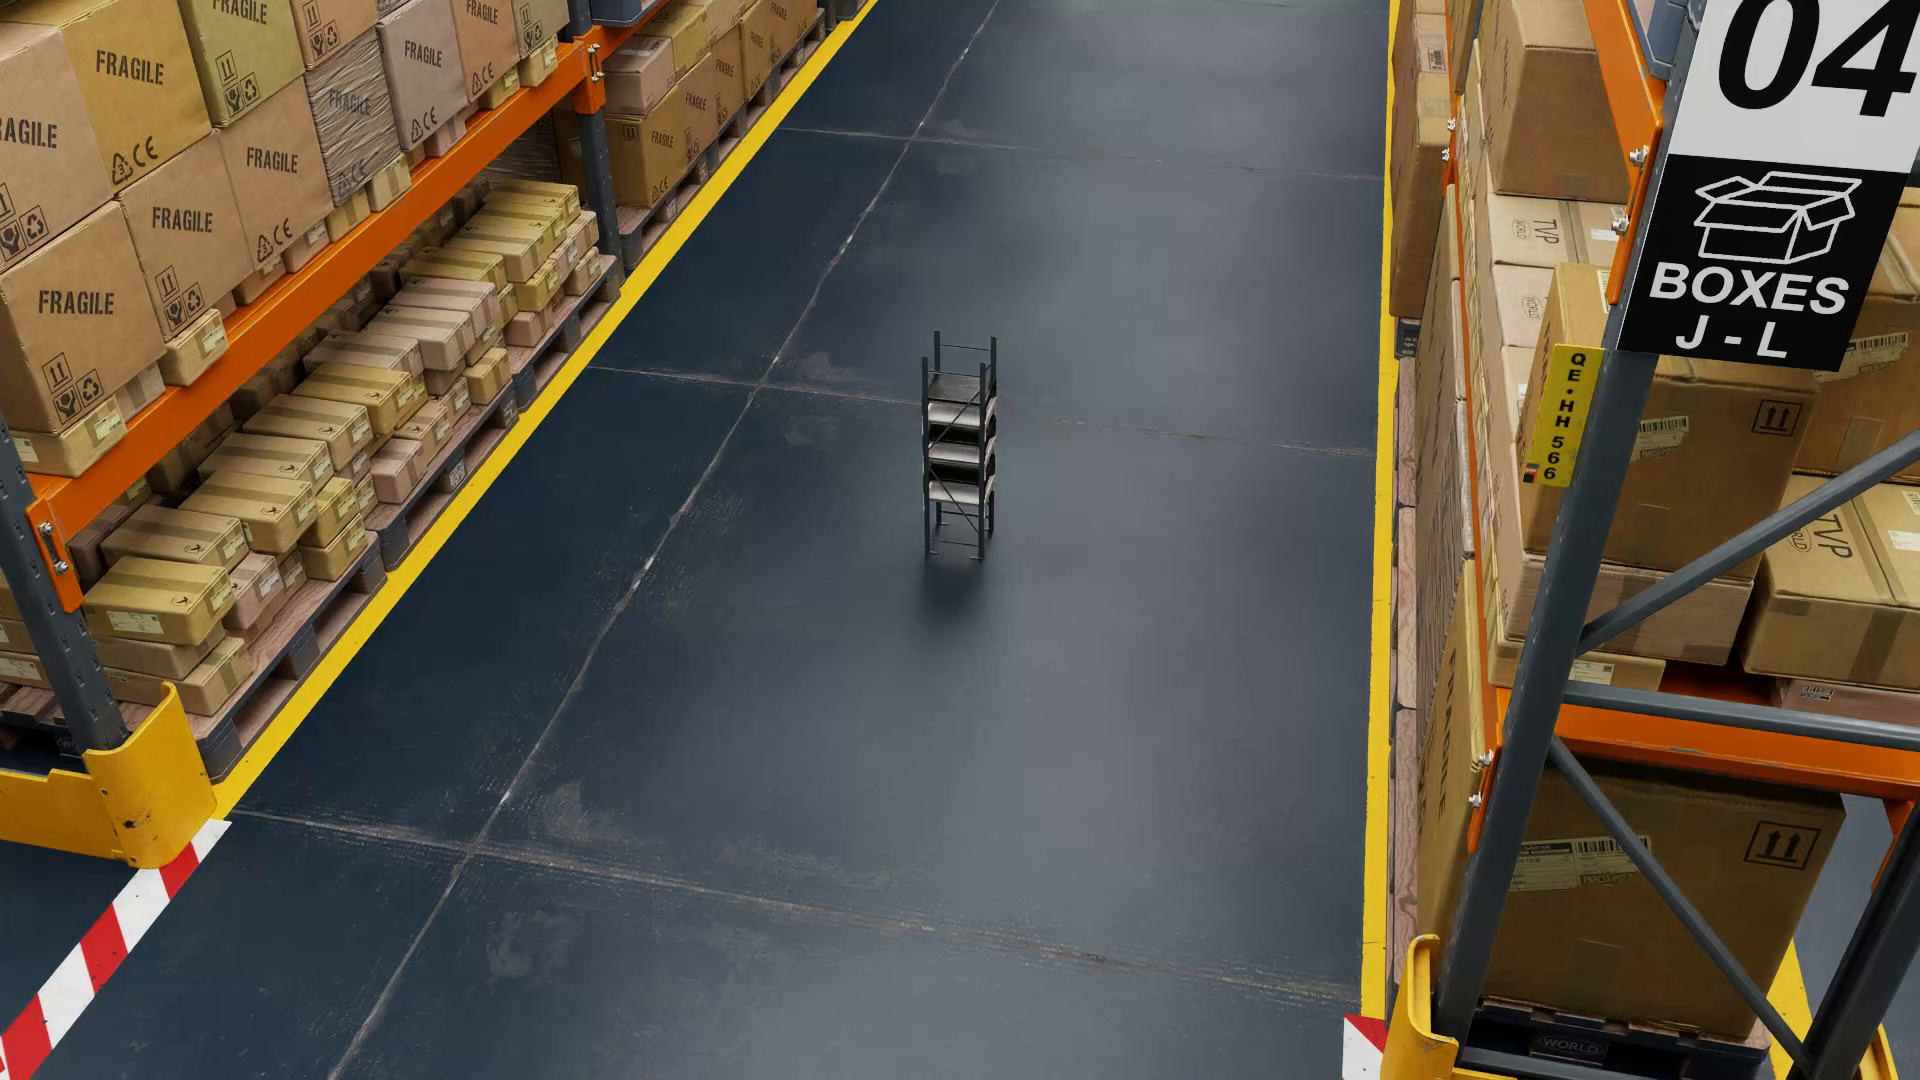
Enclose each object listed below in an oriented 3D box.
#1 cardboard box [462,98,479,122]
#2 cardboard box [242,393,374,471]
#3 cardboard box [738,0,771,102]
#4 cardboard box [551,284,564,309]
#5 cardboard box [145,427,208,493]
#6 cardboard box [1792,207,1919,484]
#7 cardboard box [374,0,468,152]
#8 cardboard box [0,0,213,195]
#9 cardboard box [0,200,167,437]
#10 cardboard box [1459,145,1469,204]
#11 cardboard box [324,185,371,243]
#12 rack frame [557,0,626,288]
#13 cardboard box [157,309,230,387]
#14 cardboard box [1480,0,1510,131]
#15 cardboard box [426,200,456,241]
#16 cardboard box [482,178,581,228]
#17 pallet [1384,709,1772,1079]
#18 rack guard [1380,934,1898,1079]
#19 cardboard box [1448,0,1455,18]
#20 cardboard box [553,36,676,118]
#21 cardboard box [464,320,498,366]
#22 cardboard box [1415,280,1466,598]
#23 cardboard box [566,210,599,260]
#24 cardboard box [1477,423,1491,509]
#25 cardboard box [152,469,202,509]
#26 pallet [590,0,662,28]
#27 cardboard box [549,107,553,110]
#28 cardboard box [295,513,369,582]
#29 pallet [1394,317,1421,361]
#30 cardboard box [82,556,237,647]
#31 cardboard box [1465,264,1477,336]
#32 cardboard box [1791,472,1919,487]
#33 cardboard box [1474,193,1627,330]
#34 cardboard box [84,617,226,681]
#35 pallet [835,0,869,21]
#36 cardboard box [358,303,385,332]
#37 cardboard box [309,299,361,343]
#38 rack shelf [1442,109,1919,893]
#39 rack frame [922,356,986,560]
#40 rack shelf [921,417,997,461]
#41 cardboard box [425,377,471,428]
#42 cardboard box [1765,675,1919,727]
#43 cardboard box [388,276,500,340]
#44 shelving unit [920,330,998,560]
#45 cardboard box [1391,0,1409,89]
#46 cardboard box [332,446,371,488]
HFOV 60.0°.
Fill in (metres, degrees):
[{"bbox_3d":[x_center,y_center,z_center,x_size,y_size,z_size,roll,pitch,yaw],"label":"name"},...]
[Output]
[{"bbox_3d":[-2.246,-1.837,6.943,0.380,0.149,0.250,6,36,9],"label":"cardboard box"},{"bbox_3d":[-2.477,-0.411,6.326,0.380,0.149,0.250,9,37,12],"label":"cardboard box"},{"bbox_3d":[-1.470,-3.017,10.129,0.500,0.500,0.500,6,36,8],"label":"cardboard box"},{"bbox_3d":[-2.116,-1.188,7.904,0.380,0.149,0.250,8,37,11],"label":"cardboard box"},{"bbox_3d":[-3.058,-0.319,6.198,0.380,0.149,0.250,6,36,8],"label":"cardboard box"},{"bbox_3d":[2.215,-0.497,4.114,0.500,0.500,0.500,6,36,9],"label":"cardboard box"},{"bbox_3d":[-2.275,-1.844,6.399,0.500,0.500,0.500,7,37,10],"label":"cardboard box"},{"bbox_3d":[-2.625,-1.365,4.886,0.500,0.500,0.500,8,37,11],"label":"cardboard box"},{"bbox_3d":[-2.716,-0.669,4.778,0.500,0.500,0.500,9,37,12],"label":"cardboard box"},{"bbox_3d":[2.096,-1.367,6.294,0.380,0.149,0.250,8,37,11],"label":"cardboard box"},{"bbox_3d":[-2.409,-1.229,6.103,0.380,0.149,0.250,9,37,12],"label":"cardboard box"},{"bbox_3d":[-2.228,-2.578,7.751,1.000,3.000,0.127,7,37,10],"label":"rack frame"},{"bbox_3d":[-2.569,-0.626,5.272,0.380,0.149,0.250,6,36,9],"label":"cardboard box"},{"bbox_3d":[2.131,-1.738,5.827,0.500,0.500,0.500,7,37,10],"label":"cardboard box"},{"bbox_3d":[-2.620,-1.513,7.846,0.380,0.149,0.250,9,37,12],"label":"cardboard box"},{"bbox_3d":[-2.049,-1.598,7.963,0.380,0.149,0.250,8,37,11],"label":"cardboard box"},{"bbox_3d":[1.836,1.056,5.114,1.003,0.211,1.213,7,37,10],"label":"pallet"},{"bbox_3d":[1.737,1.421,4.364,1.175,0.500,0.348,7,37,10],"label":"rack guard"},{"bbox_3d":[2.647,-2.825,8.006,0.500,0.500,0.500,7,37,9],"label":"cardboard box"},{"bbox_3d":[-1.812,-2.430,8.680,0.500,0.250,0.500,6,36,8],"label":"cardboard box"},{"bbox_3d":[-2.255,-0.901,7.255,0.380,0.149,0.250,8,37,11],"label":"cardboard box"},{"bbox_3d":[2.185,-0.324,6.094,0.875,0.875,0.875,7,37,10],"label":"cardboard box"},{"bbox_3d":[-1.984,-1.494,8.073,0.380,0.149,0.250,8,37,11],"label":"cardboard box"},{"bbox_3d":[1.659,-0.186,4.664,0.380,0.149,0.250,8,37,11],"label":"cardboard box"},{"bbox_3d":[-2.981,-0.199,6.286,0.380,0.149,0.250,7,37,9],"label":"cardboard box"},{"bbox_3d":[-1.922,-2.920,8.387,1.003,0.211,1.213,7,37,10],"label":"pallet"},{"bbox_3d":[-2.316,-2.498,8.774,0.500,0.250,0.500,6,36,9],"label":"cardboard box"},{"bbox_3d":[-2.473,0.003,6.262,0.380,0.149,0.250,8,37,11],"label":"cardboard box"},{"bbox_3d":[2.687,-1.221,8.255,1.003,0.211,1.213,7,37,10],"label":"pallet"},{"bbox_3d":[-2.638,0.201,5.482,0.380,0.149,0.250,6,36,8],"label":"cardboard box"},{"bbox_3d":[1.877,-0.775,5.477,0.380,0.149,0.250,6,36,9],"label":"cardboard box"},{"bbox_3d":[2.213,-0.205,4.351,0.500,0.250,0.500,7,37,9],"label":"cardboard box"},{"bbox_3d":[1.911,-0.858,5.252,0.500,0.250,0.500,7,37,10],"label":"cardboard box"},{"bbox_3d":[-2.719,0.311,5.583,0.380,0.149,0.250,9,37,12],"label":"cardboard box"},{"bbox_3d":[-1.131,-4.185,12.344,1.003,0.211,1.213,7,37,10],"label":"pallet"},{"bbox_3d":[-2.743,-0.937,7.305,0.380,0.149,0.250,9,37,12],"label":"cardboard box"},{"bbox_3d":[-2.771,-0.907,7.010,0.380,0.149,0.250,6,36,8],"label":"cardboard box"},{"bbox_3d":[2.169,-0.461,5.442,1.077,0.370,4.000,7,37,10],"label":"rack shelf"},{"bbox_3d":[-0.023,-0.301,6.399,0.240,0.900,0.006,7,37,10],"label":"rack frame"},{"bbox_3d":[-0.002,-0.406,6.446,0.258,0.077,0.200,7,37,10],"label":"rack shelf"},{"bbox_3d":[-2.321,-0.592,7.082,0.380,0.149,0.250,8,37,11],"label":"cardboard box"},{"bbox_3d":[2.140,0.334,3.947,0.380,0.149,0.250,8,37,10],"label":"cardboard box"},{"bbox_3d":[-2.211,-0.997,7.134,0.380,0.149,0.250,6,36,8],"label":"cardboard box"},{"bbox_3d":[-0.002,-0.360,6.479,0.258,0.900,0.210,7,37,10],"label":"shelving unit"},{"bbox_3d":[3.283,-3.108,9.935,1.225,0.875,0.875,6,36,8],"label":"cardboard box"},{"bbox_3d":[-2.515,-0.288,6.409,0.380,0.149,0.250,6,36,8],"label":"cardboard box"}]
